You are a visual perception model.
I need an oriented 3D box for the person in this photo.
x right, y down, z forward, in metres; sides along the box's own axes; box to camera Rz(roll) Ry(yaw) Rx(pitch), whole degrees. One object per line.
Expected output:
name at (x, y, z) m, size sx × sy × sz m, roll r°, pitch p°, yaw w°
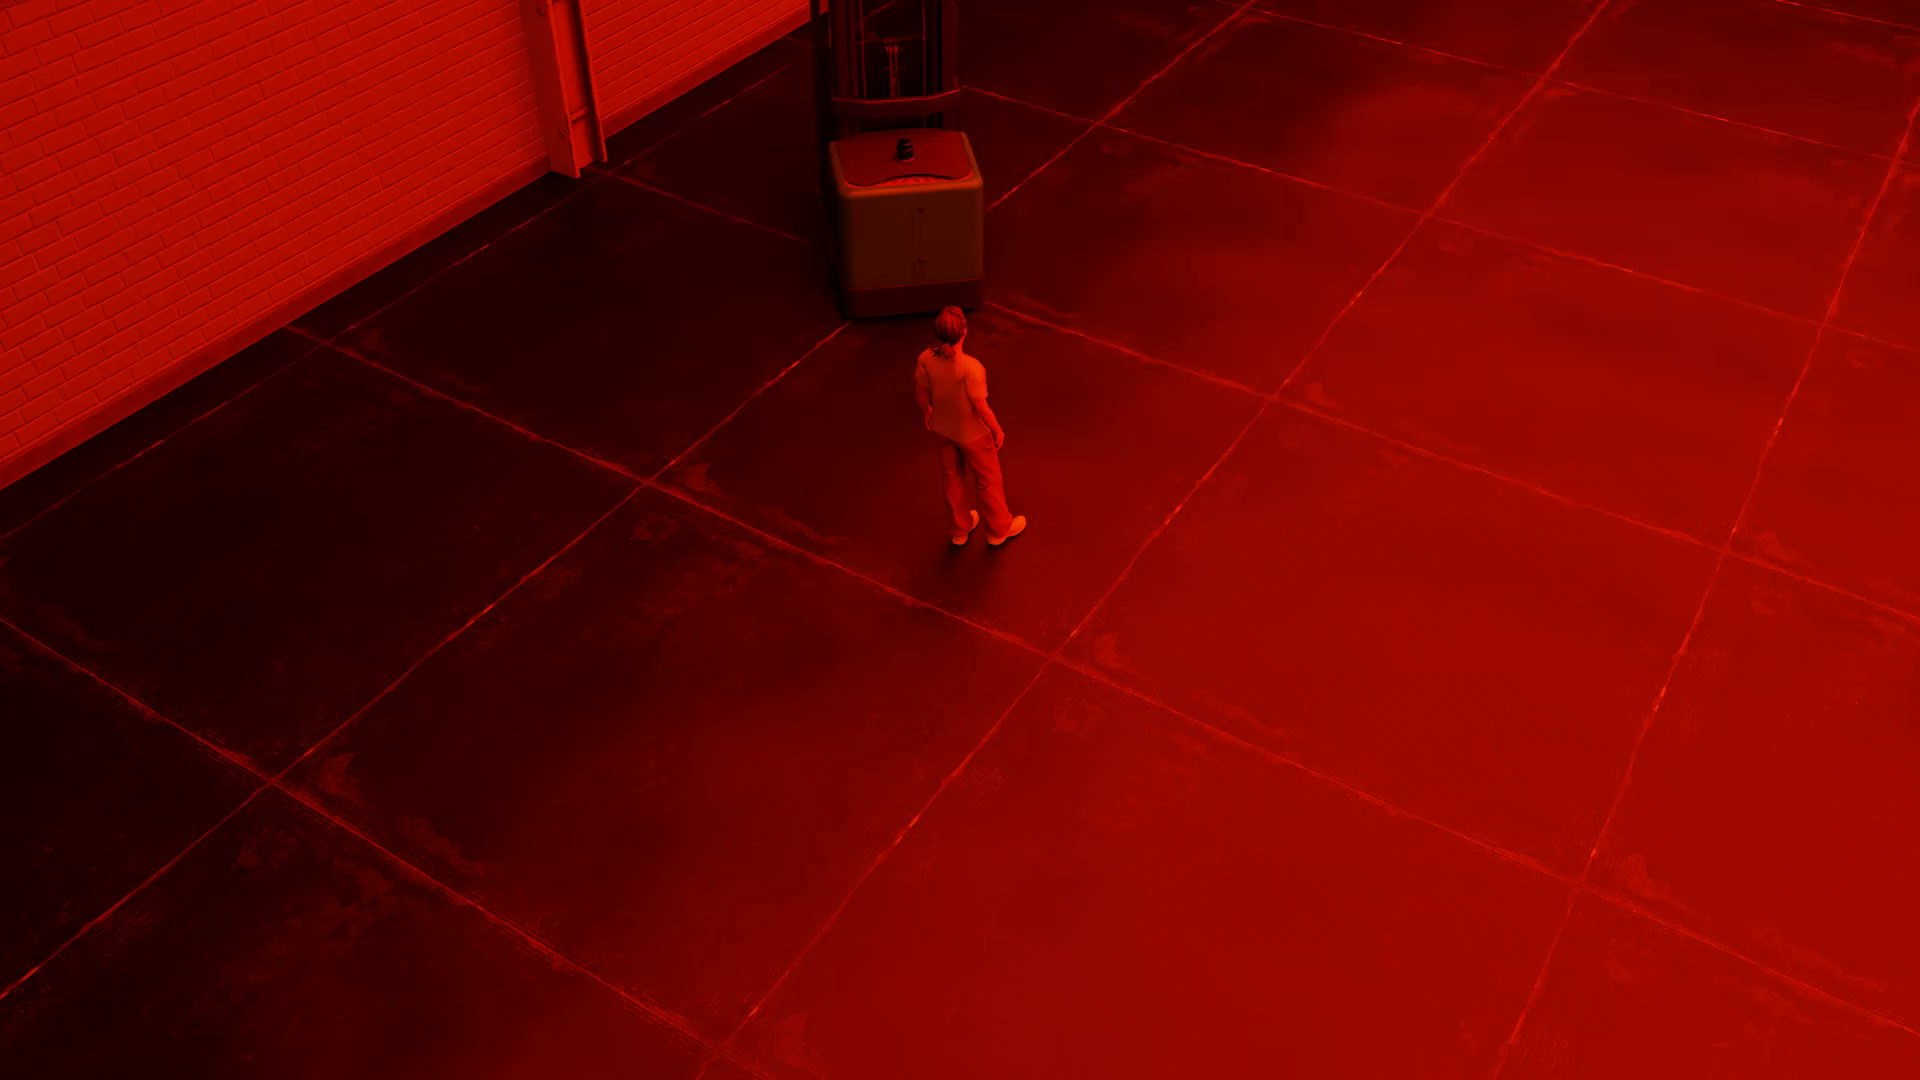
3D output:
person at (0.050, -0.681, 9.730) m, size 0.552 × 1.674 × 0.548 m, roll 22°, pitch 45°, yaw 24°

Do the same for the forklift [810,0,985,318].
forklift at (-0.567, -3.677, 12.306) m, size 1.130 × 2.935 × 3.031 m, roll -6°, pitch 41°, yaw -7°
